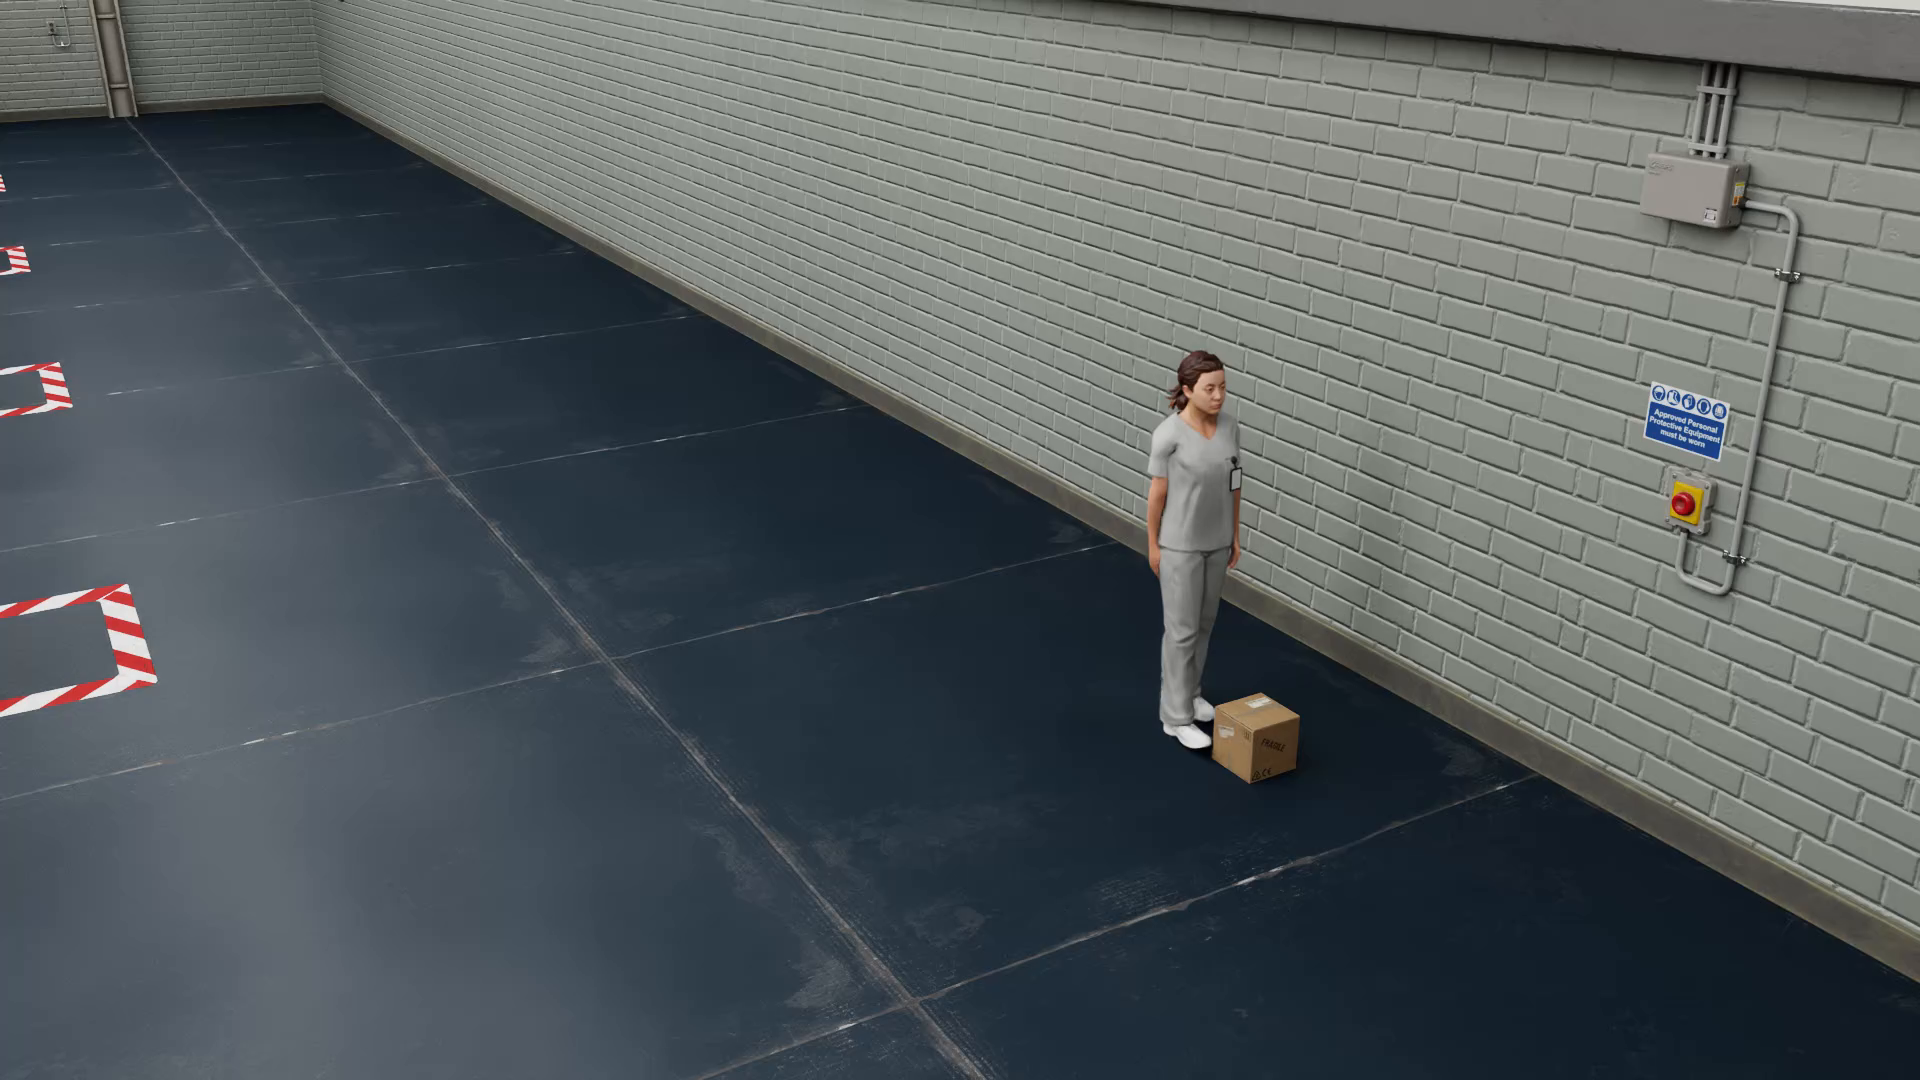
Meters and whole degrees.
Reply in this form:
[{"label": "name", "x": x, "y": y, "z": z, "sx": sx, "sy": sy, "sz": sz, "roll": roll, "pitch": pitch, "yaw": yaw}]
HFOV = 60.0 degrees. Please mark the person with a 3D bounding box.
[{"label": "person", "x": 1.031, "y": 0.037, "z": 7.002, "sx": 0.442, "sy": 1.670, "sz": 0.520, "roll": -12, "pitch": 25, "yaw": -27}]
